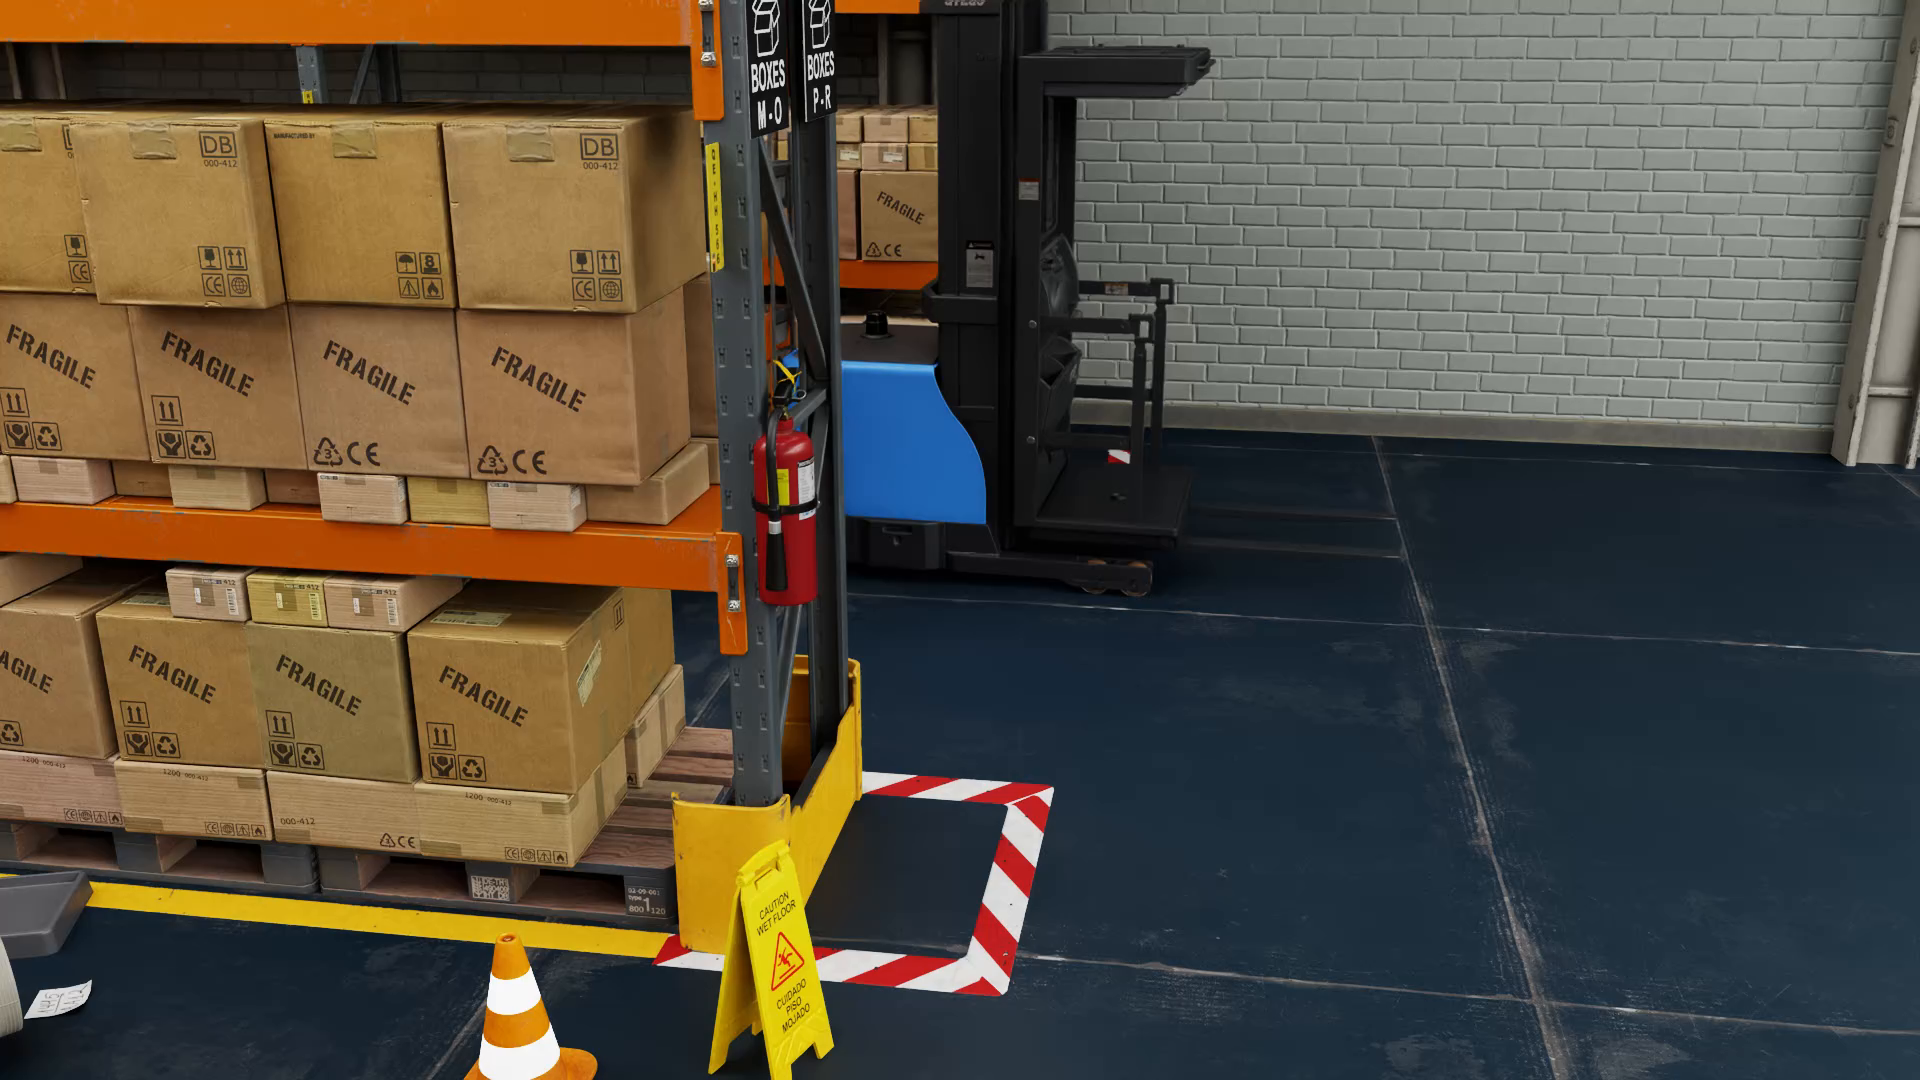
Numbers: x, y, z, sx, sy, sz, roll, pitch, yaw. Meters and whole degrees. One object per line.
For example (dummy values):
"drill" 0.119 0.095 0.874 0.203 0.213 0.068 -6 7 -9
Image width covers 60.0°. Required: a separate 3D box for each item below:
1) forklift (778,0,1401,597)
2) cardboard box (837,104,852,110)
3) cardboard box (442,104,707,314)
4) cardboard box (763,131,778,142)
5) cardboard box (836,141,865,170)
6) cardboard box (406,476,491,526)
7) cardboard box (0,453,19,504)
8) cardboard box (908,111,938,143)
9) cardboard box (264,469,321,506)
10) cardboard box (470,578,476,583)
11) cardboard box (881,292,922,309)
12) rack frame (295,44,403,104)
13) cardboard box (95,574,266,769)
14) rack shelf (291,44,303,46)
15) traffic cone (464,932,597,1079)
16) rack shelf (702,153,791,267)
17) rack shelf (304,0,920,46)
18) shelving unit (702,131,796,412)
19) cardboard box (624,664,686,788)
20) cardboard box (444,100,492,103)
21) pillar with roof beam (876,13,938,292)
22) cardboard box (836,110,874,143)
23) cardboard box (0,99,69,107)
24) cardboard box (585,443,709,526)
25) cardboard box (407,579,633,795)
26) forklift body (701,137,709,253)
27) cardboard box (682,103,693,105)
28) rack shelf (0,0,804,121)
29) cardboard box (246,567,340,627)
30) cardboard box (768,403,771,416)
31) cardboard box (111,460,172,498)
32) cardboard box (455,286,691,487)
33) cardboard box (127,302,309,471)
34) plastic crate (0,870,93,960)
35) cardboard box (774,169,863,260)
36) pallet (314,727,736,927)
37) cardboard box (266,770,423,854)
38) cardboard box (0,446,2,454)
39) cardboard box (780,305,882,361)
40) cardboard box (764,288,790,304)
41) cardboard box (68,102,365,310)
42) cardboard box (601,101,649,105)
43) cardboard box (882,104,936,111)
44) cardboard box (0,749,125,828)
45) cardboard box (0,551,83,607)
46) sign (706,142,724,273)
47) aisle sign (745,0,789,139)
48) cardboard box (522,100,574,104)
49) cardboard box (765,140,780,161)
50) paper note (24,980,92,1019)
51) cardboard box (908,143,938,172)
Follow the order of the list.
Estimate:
"forklift" 0.673 -1.299 8.066 3.031 2.935 1.130 4 19 11
"cardboard box" -0.805 -2.528 9.984 0.250 0.149 0.380 3 19 9
"cardboard box" -1.072 -0.963 4.753 0.500 0.500 0.700 2 19 7
"cardboard box" -1.156 -2.368 9.505 0.250 0.149 0.380 3 19 10
"cardboard box" -0.640 -2.219 9.528 0.250 0.149 0.380 3 19 10
"cardboard box" -1.454 -0.174 4.991 0.250 0.149 0.380 3 19 8
"cardboard box" -2.961 -0.242 5.195 0.250 0.149 0.380 3 19 9
"cardboard box" -0.137 -2.347 9.441 0.250 0.149 0.380 3 19 9
"cardboard box" -1.943 -0.234 5.171 0.250 0.149 0.380 3 19 9
"cardboard box" -1.826 0.253 5.811 0.500 0.500 0.500 2 19 7
"cardboard box" -0.194 -1.352 10.211 0.500 0.250 0.500 3 19 8
"rack frame" -3.699 -2.100 10.352 0.127 3.000 1.000 3 19 9
"cardboard box" -2.379 0.394 5.387 0.500 0.500 0.500 2 19 7
"rack shelf" -5.674 -3.282 10.291 4.000 0.370 1.077 3 19 9
"traffic cone" -1.162 1.242 4.362 0.334 0.463 0.336 3 19 9
"rack shelf" -1.101 -1.602 8.040 0.480 0.518 0.431 3 14 9
"rack shelf" -1.724 -3.081 9.689 4.000 0.370 1.077 3 19 9
"shelving unit" -1.106 -0.937 8.209 0.503 2.100 0.431 3 14 9
"cardboard box" -1.286 0.634 5.852 0.500 0.250 0.500 3 19 8
"cardboard box" -3.095 -2.649 10.344 0.250 0.149 0.380 2 19 7
"pillar with roof beam" -0.977 -3.712 5.716 0.400 9.000 9.100 3 19 9
"cardboard box" -0.648 -2.354 9.463 0.250 0.149 0.380 3 19 10
"cardboard box" -3.090 -1.051 5.015 0.500 0.500 0.700 3 19 7
"cardboard box" -0.936 -0.176 4.998 0.250 0.149 0.380 4 19 10
"cardboard box" -1.366 0.447 5.229 0.500 0.500 0.500 3 19 9
"forklift body" -1.911 -1.020 8.462 1.214 2.155 2.313 3 19 9
"cardboard box" -1.570 -2.565 10.094 0.250 0.149 0.380 3 19 9
"rack shelf" -2.508 -1.525 5.041 4.000 0.370 1.077 3 19 9
"cardboard box" -1.986 0.128 5.159 0.250 0.149 0.380 3 19 10
"cardboard box" -1.246 -0.775 10.062 0.500 0.250 0.500 3 19 9
"cardboard box" -2.442 -0.259 5.246 0.250 0.149 0.380 3 19 9
"cardboard box" -1.113 -0.473 4.863 0.500 0.500 0.500 3 19 8
"cardboard box" -2.100 -0.526 5.021 0.500 0.500 0.500 3 19 8
"plastic crate" -3.062 1.176 5.163 0.583 0.080 0.402 -3 19 -10
"cardboard box" -0.788 -1.918 9.649 0.500 0.500 0.500 4 19 10
"pallet" -1.405 0.923 5.711 1.213 0.211 1.003 3 19 9
"cardboard box" -1.884 0.776 5.427 0.500 0.250 0.500 3 19 9
"cardboard box" -3.099 -0.576 5.172 0.500 0.500 0.500 3 19 8
"cardboard box" -0.759 -1.217 9.810 0.500 0.250 0.500 3 19 10
"cardboard box" -1.180 -1.404 10.368 0.500 0.250 0.500 3 19 8
"cardboard box" -2.091 -0.985 4.816 0.500 0.500 0.700 3 19 8
"cardboard box" -2.076 -2.600 10.198 0.250 0.149 0.380 3 19 8
"cardboard box" -0.300 -2.512 9.934 0.250 0.149 0.380 4 19 11
"cardboard box" -2.890 0.724 5.585 0.500 0.250 0.500 3 19 8
"cardboard box" -3.055 0.074 5.322 0.250 0.149 0.380 4 19 12
"sign" -0.641 -0.870 4.352 0.005 0.325 0.100 3 19 9
"aisle sign" -0.518 -1.482 4.409 0.004 0.787 0.394 3 19 9
"cardboard box" -2.574 -2.647 10.338 0.250 0.149 0.380 3 19 8
"cardboard box" -1.154 -2.234 9.572 0.250 0.149 0.380 2 19 7
"paper note" -2.599 1.324 4.798 0.148 0.019 0.142 -3 19 -10
"cardboard box" -0.136 -2.183 9.421 0.250 0.149 0.380 3 19 9
